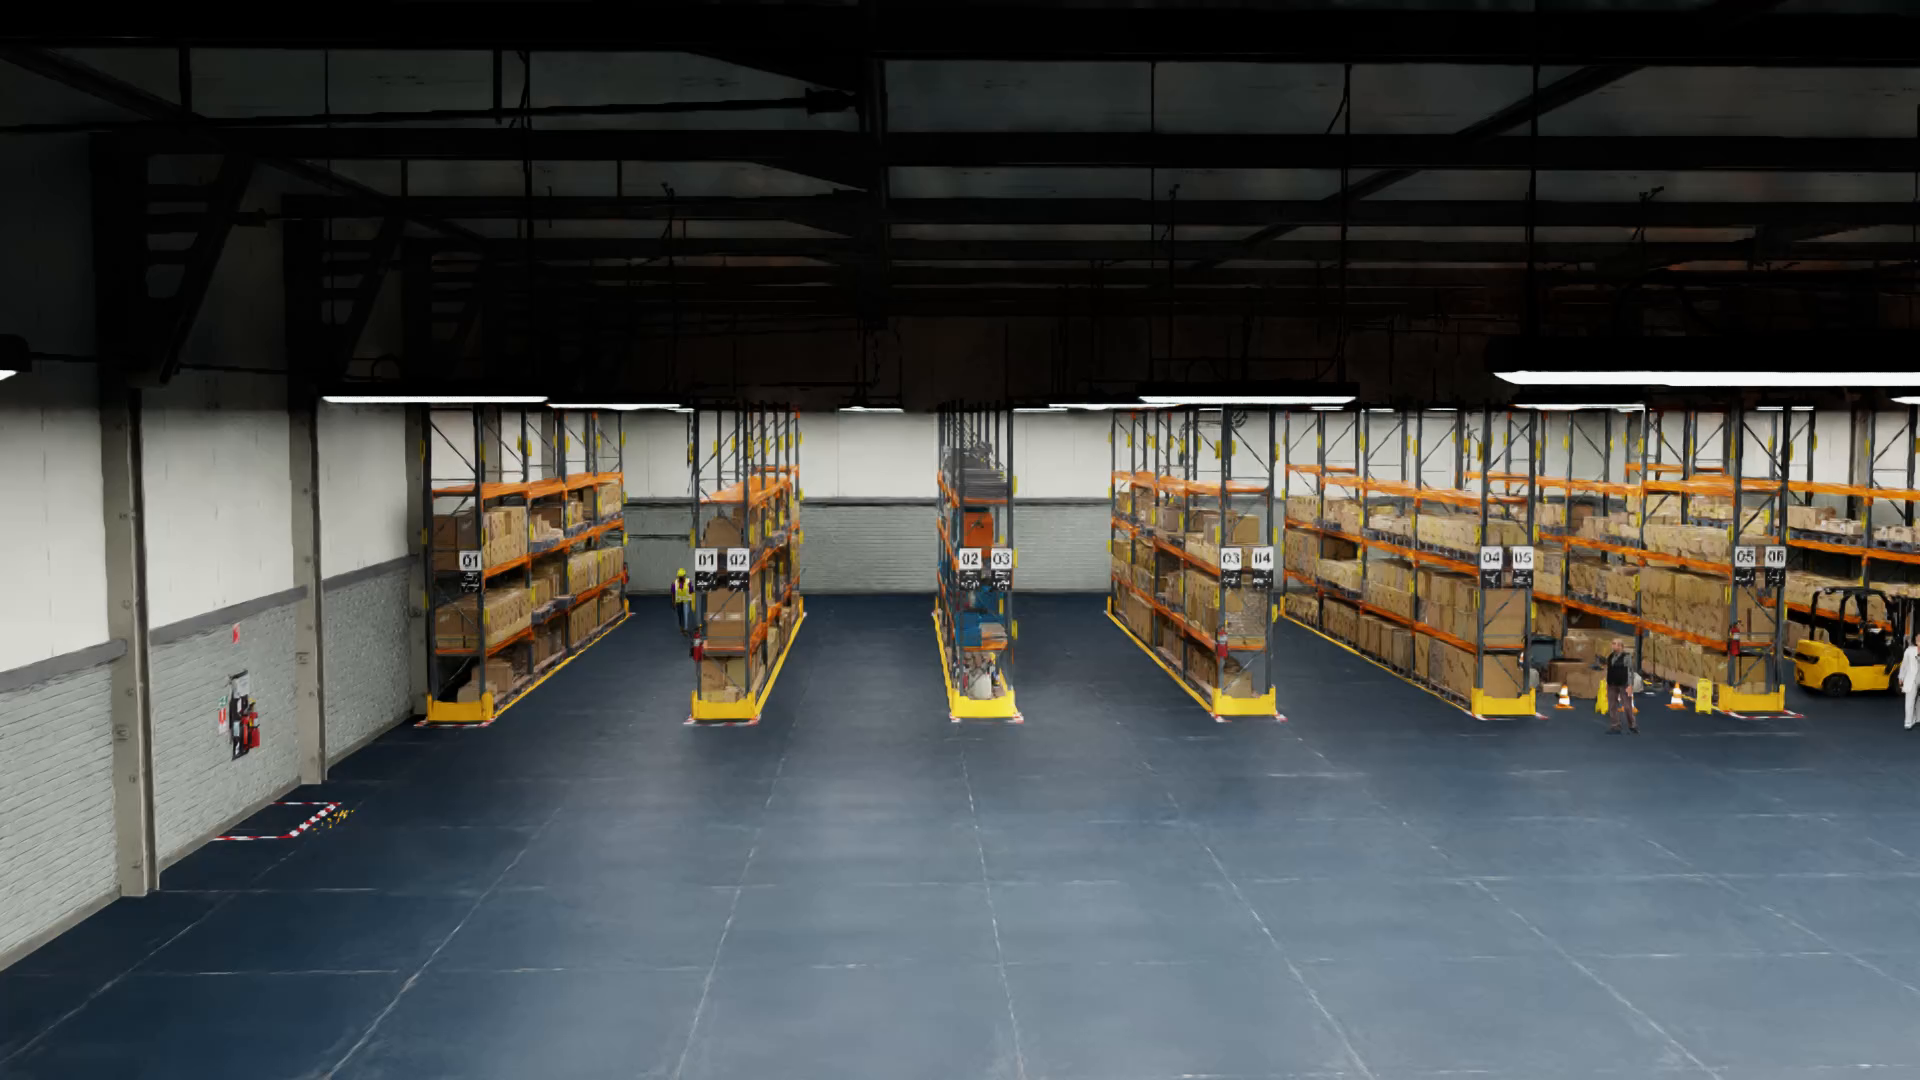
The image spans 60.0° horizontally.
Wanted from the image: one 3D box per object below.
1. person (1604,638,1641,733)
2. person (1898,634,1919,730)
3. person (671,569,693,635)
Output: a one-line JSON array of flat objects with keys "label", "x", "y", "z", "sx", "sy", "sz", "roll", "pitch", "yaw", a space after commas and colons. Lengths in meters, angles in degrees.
[{"label": "person", "x": 11.893, "y": 2.609, "z": 29.863, "sx": 0.536, "sy": 1.713, "sz": 0.628, "roll": -2, "pitch": 5, "yaw": -29}, {"label": "person", "x": 17.404, "y": 2.562, "z": 30.195, "sx": 0.628, "sy": 1.733, "sz": 1.020, "roll": 2, "pitch": 5, "yaw": 21}, {"label": "person", "x": -7.243, "y": 1.586, "z": 43.269, "sx": 0.577, "sy": 1.687, "sz": 1.121, "roll": 0, "pitch": 4, "yaw": 0}]
